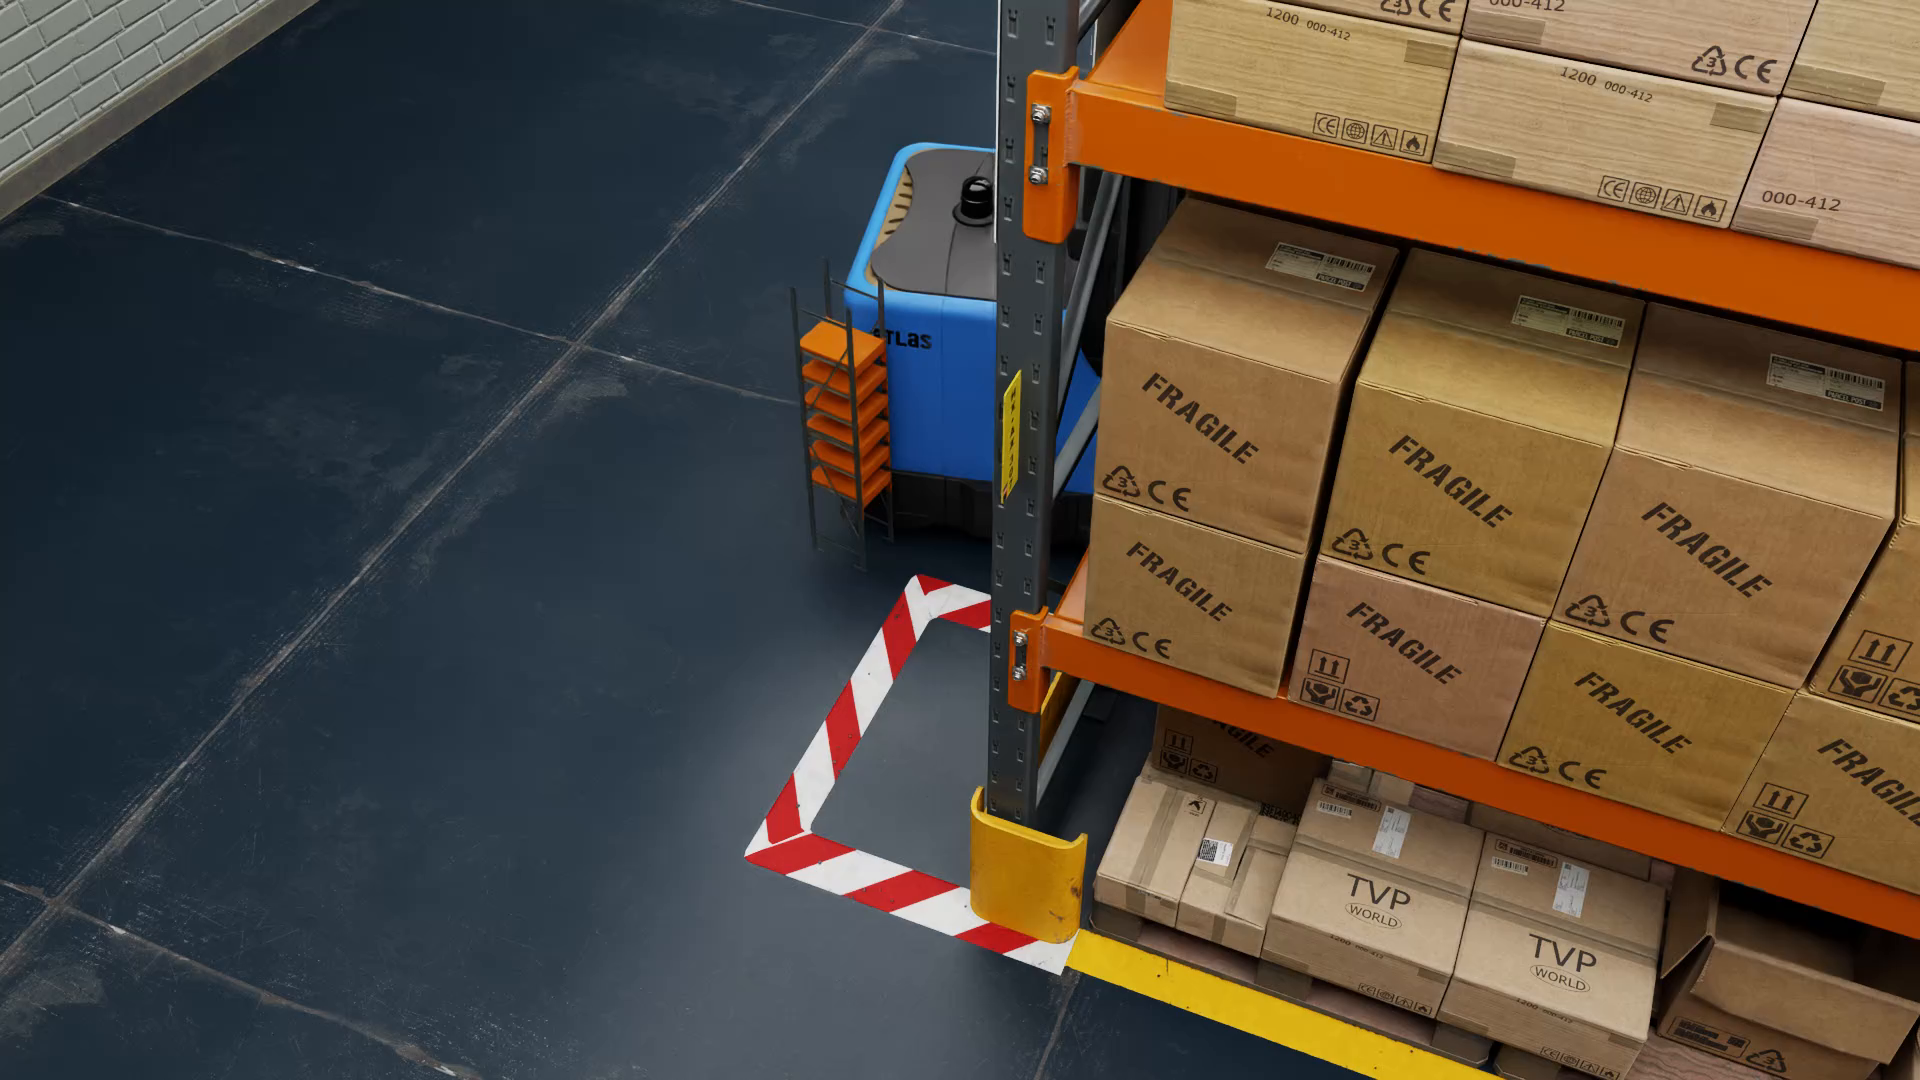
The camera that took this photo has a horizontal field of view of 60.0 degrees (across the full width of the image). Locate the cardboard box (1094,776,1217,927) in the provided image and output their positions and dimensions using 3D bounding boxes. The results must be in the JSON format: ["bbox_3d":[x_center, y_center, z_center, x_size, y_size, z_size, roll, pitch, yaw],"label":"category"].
[{"bbox_3d":[0.579,0.916,4.912,0.250,0.149,0.380,16,47,16],"label":"cardboard box"}]

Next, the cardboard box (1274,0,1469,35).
[{"bbox_3d":[0.698,-1.155,2.909,0.500,0.250,0.500,16,47,16],"label":"cardboard box"}]

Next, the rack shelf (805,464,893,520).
[{"bbox_3d":[-0.400,-0.205,6.009,0.258,0.103,0.180,24,50,22],"label":"rack shelf"}]

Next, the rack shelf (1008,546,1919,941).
[{"bbox_3d":[2.170,0.522,4.109,4.000,0.370,1.077,16,47,16],"label":"rack shelf"}]

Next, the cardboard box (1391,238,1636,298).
[{"bbox_3d":[1.308,-0.588,3.934,0.500,0.500,0.500,18,47,17],"label":"cardboard box"}]

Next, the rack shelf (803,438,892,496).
[{"bbox_3d":[-0.400,-0.290,5.924,0.258,0.103,0.180,24,50,22],"label":"rack shelf"}]

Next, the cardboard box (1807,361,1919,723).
[{"bbox_3d":[2.047,0.039,3.304,0.500,0.500,0.500,16,47,15],"label":"cardboard box"}]

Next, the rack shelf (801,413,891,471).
[{"bbox_3d":[-0.400,-0.375,5.839,0.258,0.103,0.180,24,50,22],"label":"rack shelf"}]

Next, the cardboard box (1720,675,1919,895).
[{"bbox_3d":[2.034,0.392,3.658,0.500,0.500,0.500,17,47,16],"label":"cardboard box"}]

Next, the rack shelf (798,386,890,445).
[{"bbox_3d":[-0.400,-0.460,5.754,0.258,0.103,0.180,24,50,22],"label":"rack shelf"}]

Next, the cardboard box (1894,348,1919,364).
[{"bbox_3d":[2.262,-0.310,3.655,0.500,0.500,0.500,18,48,17],"label":"cardboard box"}]

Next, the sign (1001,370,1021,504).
[{"bbox_3d":[0.116,-0.230,3.741,0.005,0.325,0.100,16,47,16],"label":"sign"}]

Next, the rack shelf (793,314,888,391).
[{"bbox_3d":[-0.400,-0.630,5.585,0.258,0.103,0.180,24,50,22],"label":"rack shelf"}]

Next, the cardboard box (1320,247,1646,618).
[{"bbox_3d":[1.118,-0.237,3.582,0.500,0.500,0.500,17,47,16],"label":"cardboard box"}]

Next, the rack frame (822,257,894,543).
[{"bbox_3d":[-0.351,-0.461,5.863,0.240,1.200,0.006,24,50,22],"label":"rack frame"}]

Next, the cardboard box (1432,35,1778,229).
[{"bbox_3d":[1.157,-0.837,2.944,0.500,0.250,0.500,16,47,16],"label":"cardboard box"}]

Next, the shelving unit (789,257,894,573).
[{"bbox_3d":[-0.400,-0.407,5.808,0.258,1.200,0.189,24,50,22],"label":"shelving unit"}]

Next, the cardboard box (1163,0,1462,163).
[{"bbox_3d":[0.701,-0.981,3.089,0.500,0.250,0.500,16,47,16],"label":"cardboard box"}]

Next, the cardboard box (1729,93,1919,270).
[{"bbox_3d":[1.619,-0.703,2.809,0.500,0.250,0.500,16,47,16],"label":"cardboard box"}]

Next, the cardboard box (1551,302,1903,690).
[{"bbox_3d":[1.578,-0.098,3.442,0.500,0.500,0.500,17,47,16],"label":"cardboard box"}]

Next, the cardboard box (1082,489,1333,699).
[{"bbox_3d":[0.633,-0.020,4.072,0.500,0.500,0.500,17,47,17],"label":"cardboard box"}]

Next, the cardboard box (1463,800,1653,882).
[{"bbox_3d":[1.786,0.807,4.949,0.500,0.250,0.500,16,47,16],"label":"cardboard box"}]

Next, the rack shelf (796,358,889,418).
[{"bbox_3d":[-0.400,-0.545,5.670,0.258,0.103,0.180,24,50,22],"label":"rack shelf"}]

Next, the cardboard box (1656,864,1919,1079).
[{"bbox_3d":[2.280,1.032,4.544,0.637,0.503,0.797,16,47,16],"label":"cardboard box"}]

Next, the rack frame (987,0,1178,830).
[{"bbox_3d":[0.325,-0.276,4.401,0.127,3.000,1.000,16,47,16],"label":"rack frame"}]

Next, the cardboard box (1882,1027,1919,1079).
[{"bbox_3d":[2.689,1.433,4.277,0.500,0.311,0.500,16,47,16],"label":"cardboard box"}]

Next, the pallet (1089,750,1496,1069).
[{"bbox_3d":[1.131,0.949,5.147,1.213,0.211,1.003,16,47,16],"label":"pallet"}]

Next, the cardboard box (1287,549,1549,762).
[{"bbox_3d":[1.111,0.117,3.935,0.500,0.500,0.500,16,47,15],"label":"cardboard box"}]

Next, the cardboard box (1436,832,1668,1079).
[{"bbox_3d":[1.640,1.146,4.609,0.500,0.250,0.500,16,47,16],"label":"cardboard box"}]

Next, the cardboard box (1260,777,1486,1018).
[{"bbox_3d":[1.179,1.011,4.745,0.500,0.250,0.500,16,47,16],"label":"cardboard box"}]

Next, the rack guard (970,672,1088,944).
[{"bbox_3d":[0.395,0.631,5.262,0.348,0.500,1.175,16,47,16],"label":"rack guard"}]

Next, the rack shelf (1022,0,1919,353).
[{"bbox_3d":[2.170,-0.541,3.051,4.000,0.370,1.077,16,47,16],"label":"rack shelf"}]

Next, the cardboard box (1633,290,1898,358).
[{"bbox_3d":[1.788,-0.450,3.796,0.500,0.500,0.500,18,47,17],"label":"cardboard box"}]

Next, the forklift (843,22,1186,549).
[{"bbox_3d":[1.157,-1.261,5.439,3.031,2.935,1.130,7,45,7],"label":"forklift"}]

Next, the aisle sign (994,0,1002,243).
[{"bbox_3d":[0.149,-1.025,3.311,0.004,0.787,0.394,16,47,16],"label":"aisle sign"}]

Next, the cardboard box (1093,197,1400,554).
[{"bbox_3d":[0.633,-0.374,3.719,0.500,0.500,0.500,18,48,17],"label":"cardboard box"}]

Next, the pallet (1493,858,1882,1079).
[{"bbox_3d":[2.253,1.281,4.813,1.213,0.211,1.003,16,47,16],"label":"pallet"}]

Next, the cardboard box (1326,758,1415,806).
[{"bbox_3d":[1.260,0.728,5.088,0.250,0.166,0.380,16,47,16],"label":"cardboard box"}]

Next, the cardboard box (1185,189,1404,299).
[{"bbox_3d":[0.841,-0.724,4.071,0.500,0.500,0.500,16,47,15],"label":"cardboard box"}]

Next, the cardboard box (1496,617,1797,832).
[{"bbox_3d":[1.573,0.255,3.796,0.500,0.500,0.500,16,47,16],"label":"cardboard box"}]

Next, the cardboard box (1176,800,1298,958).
[{"bbox_3d":[0.809,0.977,4.838,0.250,0.166,0.380,16,47,16],"label":"cardboard box"}]

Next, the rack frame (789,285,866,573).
[{"bbox_3d":[-0.449,-0.352,5.753,0.240,1.200,0.006,24,50,22],"label":"rack frame"}]

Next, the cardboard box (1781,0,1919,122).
[{"bbox_3d":[1.621,-0.883,2.636,0.500,0.250,0.500,16,47,16],"label":"cardboard box"}]

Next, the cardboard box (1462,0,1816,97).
[{"bbox_3d":[1.157,-1.014,2.768,0.500,0.250,0.500,16,47,16],"label":"cardboard box"}]

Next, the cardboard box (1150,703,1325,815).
[{"bbox_3d":[0.921,0.441,5.140,0.500,0.500,0.500,16,47,16],"label":"cardboard box"}]

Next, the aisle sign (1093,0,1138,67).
[{"bbox_3d":[0.380,-1.416,3.703,0.004,0.787,0.394,16,47,16],"label":"aisle sign"}]
